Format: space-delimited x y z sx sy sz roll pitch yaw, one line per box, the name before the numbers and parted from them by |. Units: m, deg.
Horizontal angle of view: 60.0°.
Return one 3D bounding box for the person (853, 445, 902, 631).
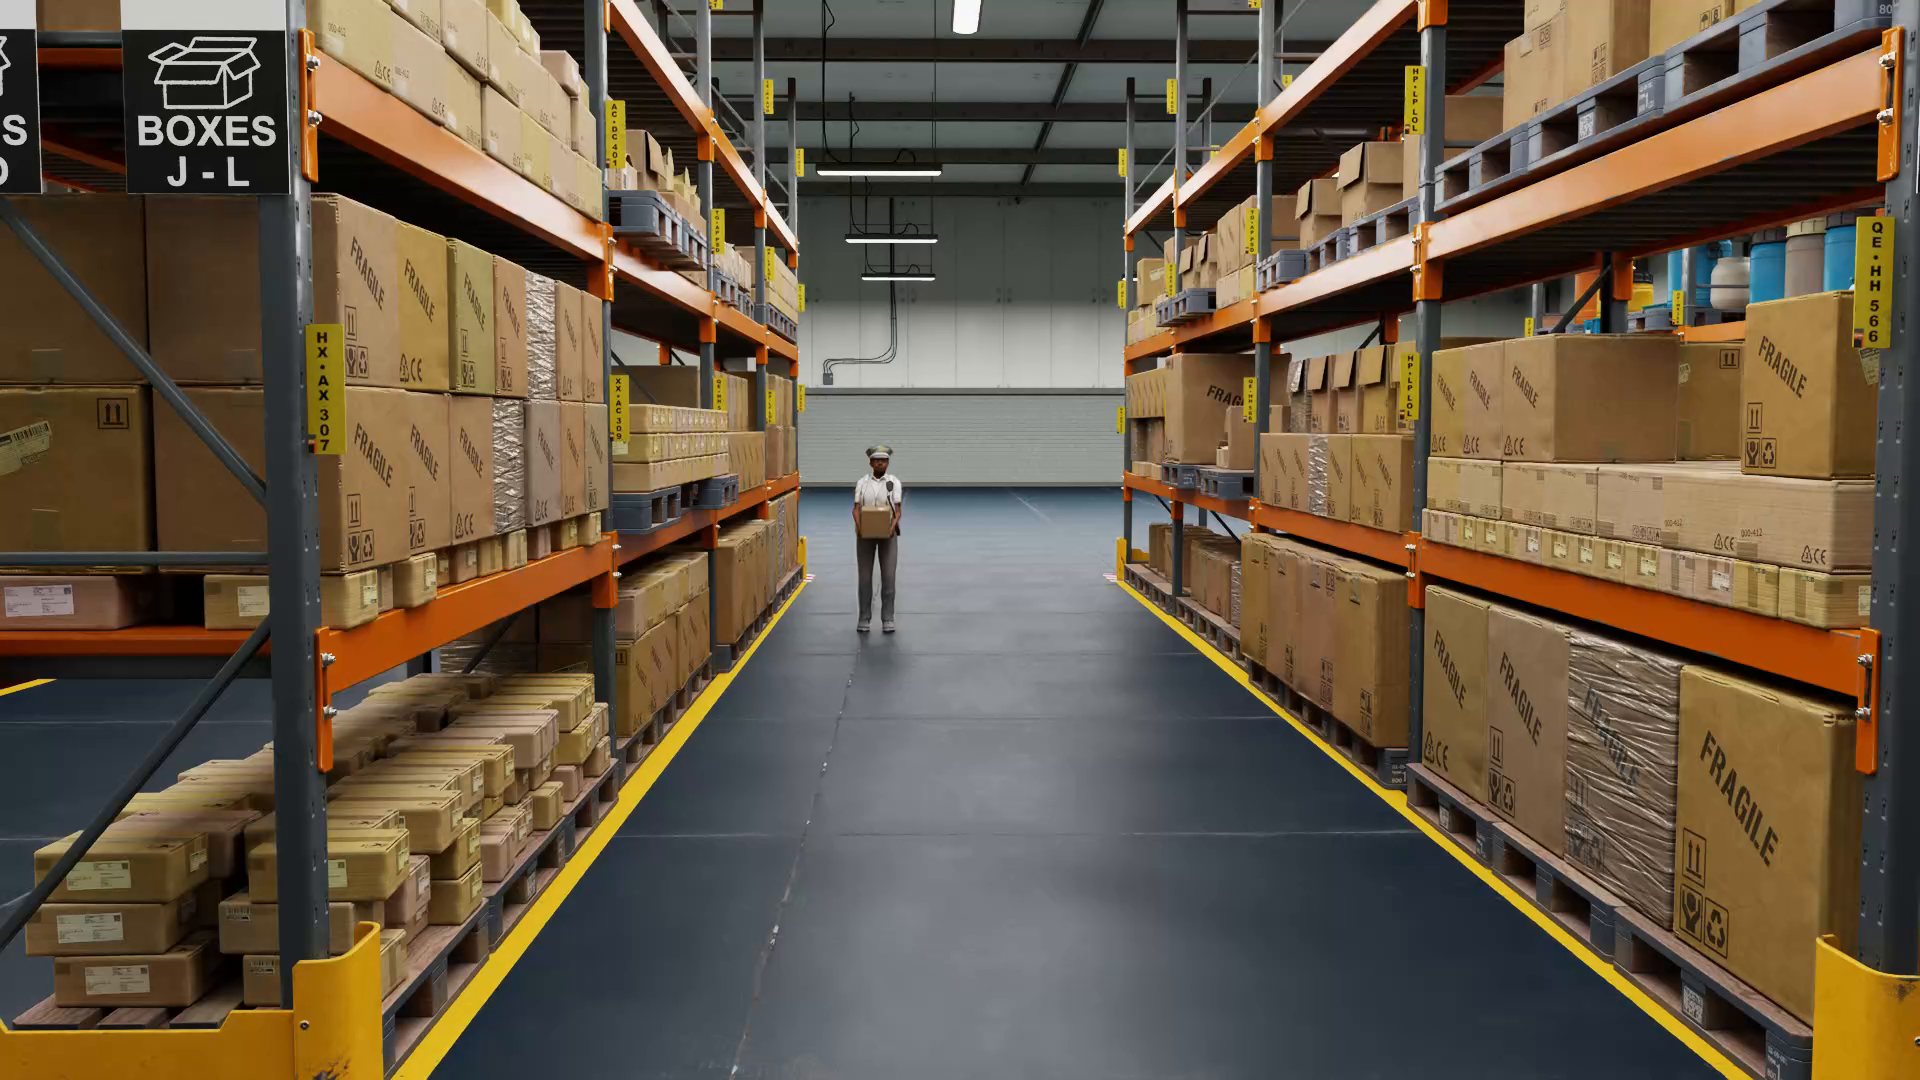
person | -0.751 -0.020 15.078 0.449 1.688 0.535 0 4 -1
